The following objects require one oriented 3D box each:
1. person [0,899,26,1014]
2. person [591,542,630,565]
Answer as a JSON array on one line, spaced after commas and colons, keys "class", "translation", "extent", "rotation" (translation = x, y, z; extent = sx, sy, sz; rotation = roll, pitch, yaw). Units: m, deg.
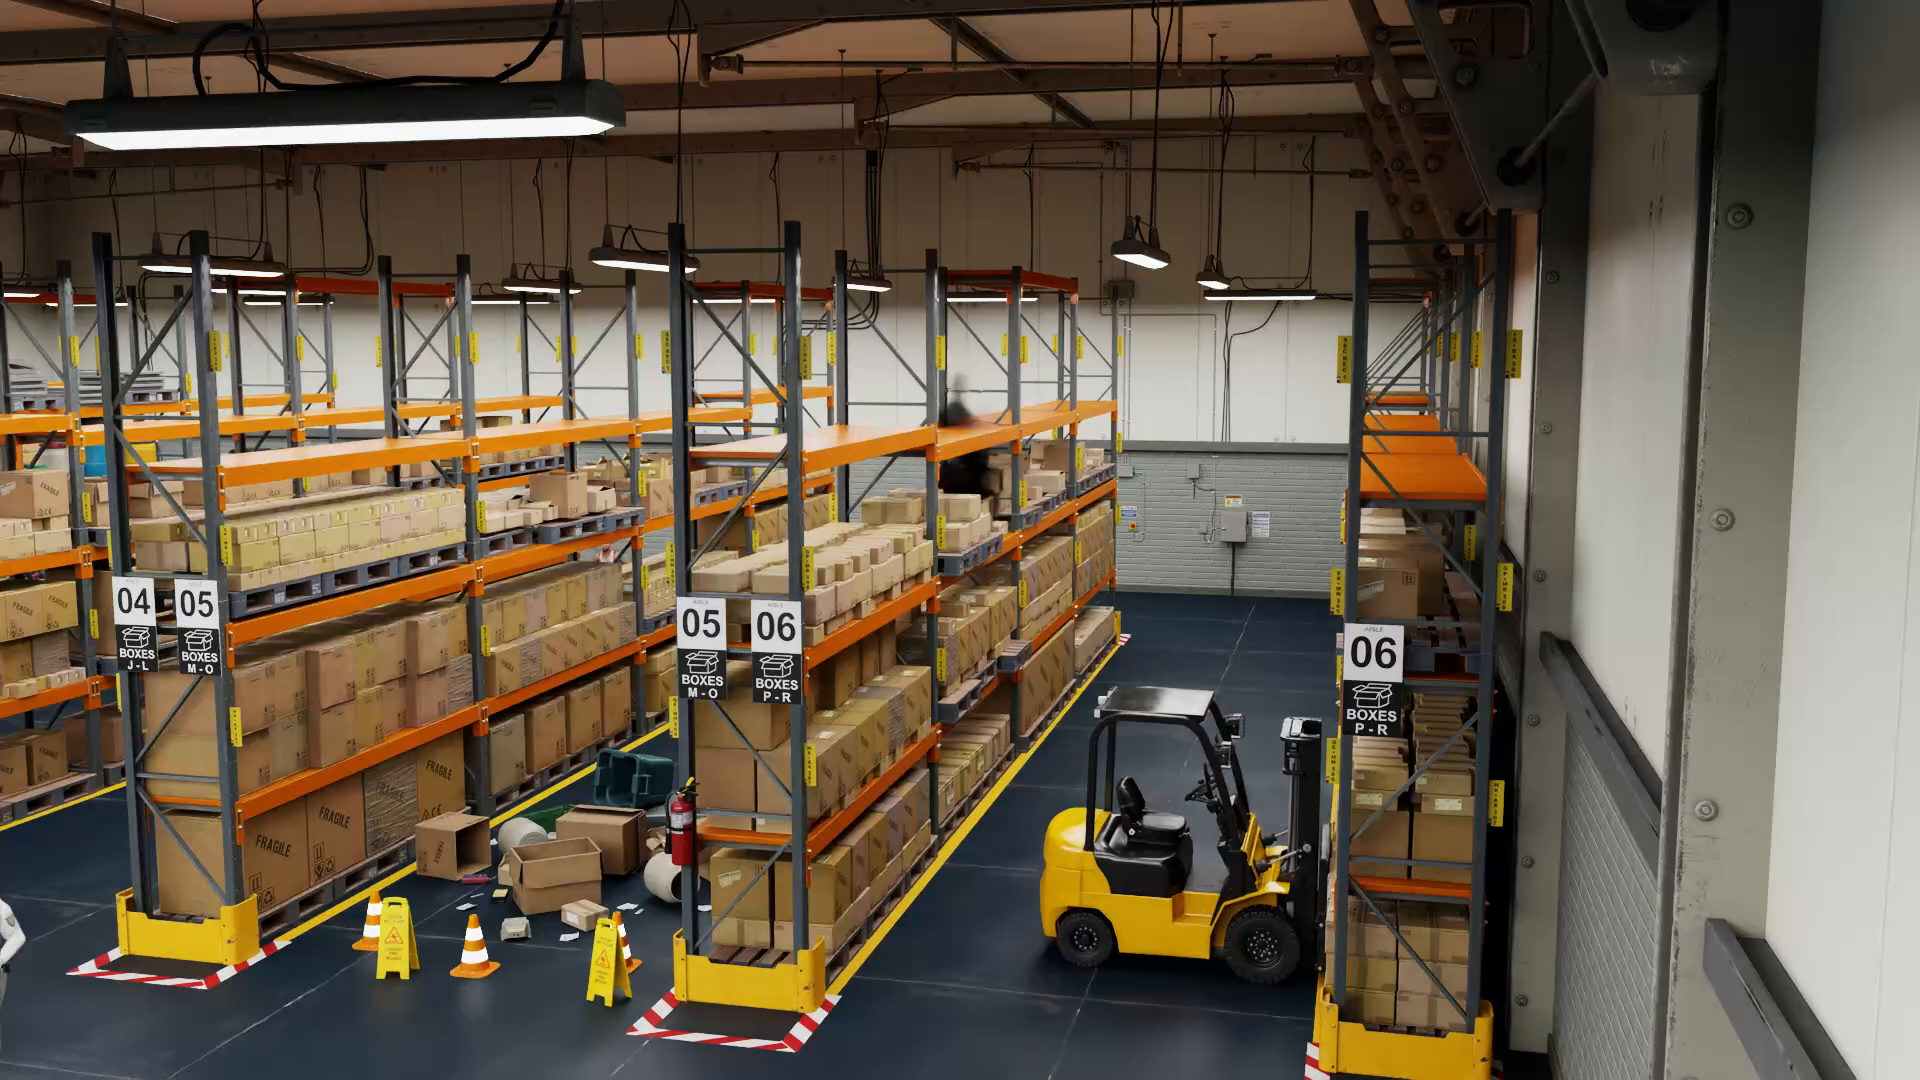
[{"class": "person", "translation": [-6.659, 2.951, 11.254], "extent": [0.603, 1.603, 0.563], "rotation": [-3, 7, -22]}, {"class": "person", "translation": [-6.101, 0.787, 28.860], "extent": [0.665, 1.732, 0.543], "rotation": [0, 7, 4]}]
